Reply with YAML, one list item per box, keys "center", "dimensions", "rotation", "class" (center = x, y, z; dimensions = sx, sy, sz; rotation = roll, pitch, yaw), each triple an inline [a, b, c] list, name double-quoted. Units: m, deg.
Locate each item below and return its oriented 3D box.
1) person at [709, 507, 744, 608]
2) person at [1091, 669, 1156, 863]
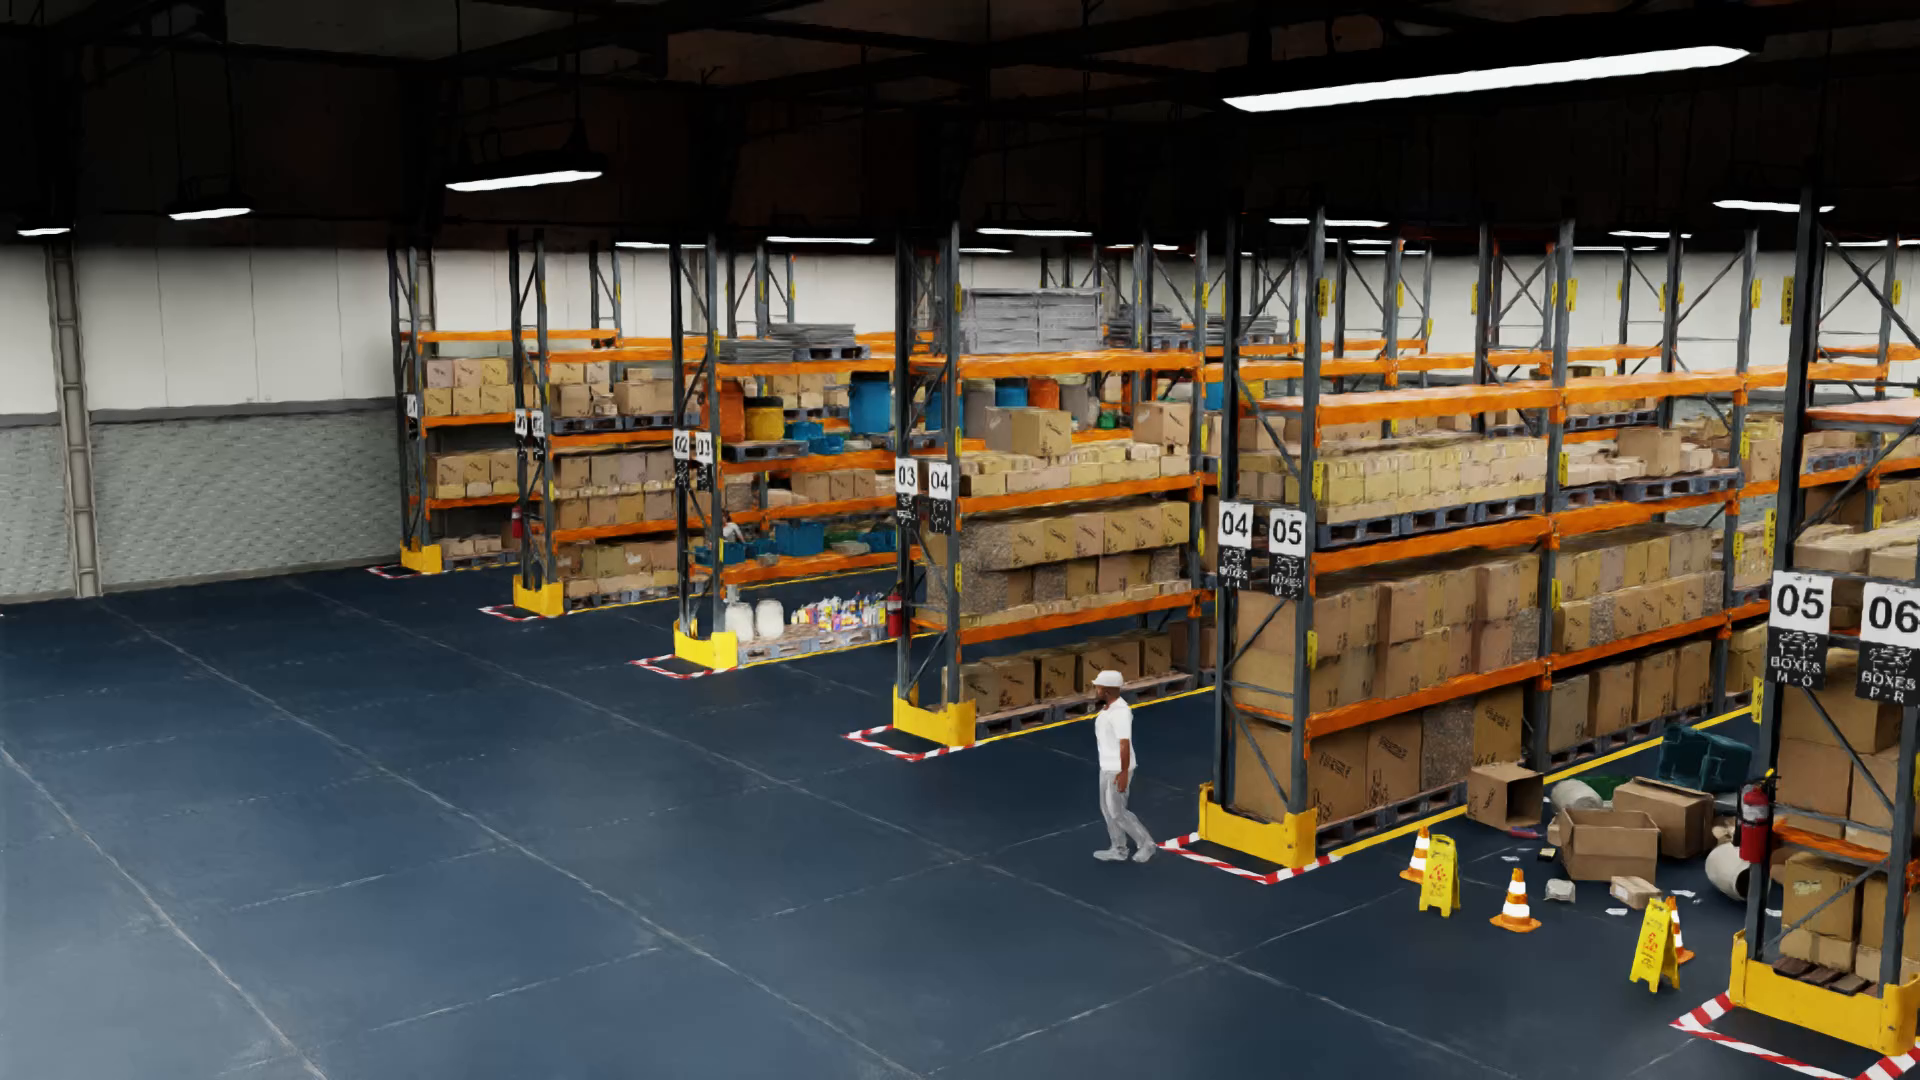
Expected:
- center: [-3.719, 0.260, 26.763]
  dimensions: [0.600, 1.610, 0.790]
  rotation: [5, 10, 29]
  class: "person"
- center: [1.467, 2.030, 14.913]
  dimensions: [0.579, 1.753, 0.611]
  rotation: [-1, 9, -4]
  class: "person"
